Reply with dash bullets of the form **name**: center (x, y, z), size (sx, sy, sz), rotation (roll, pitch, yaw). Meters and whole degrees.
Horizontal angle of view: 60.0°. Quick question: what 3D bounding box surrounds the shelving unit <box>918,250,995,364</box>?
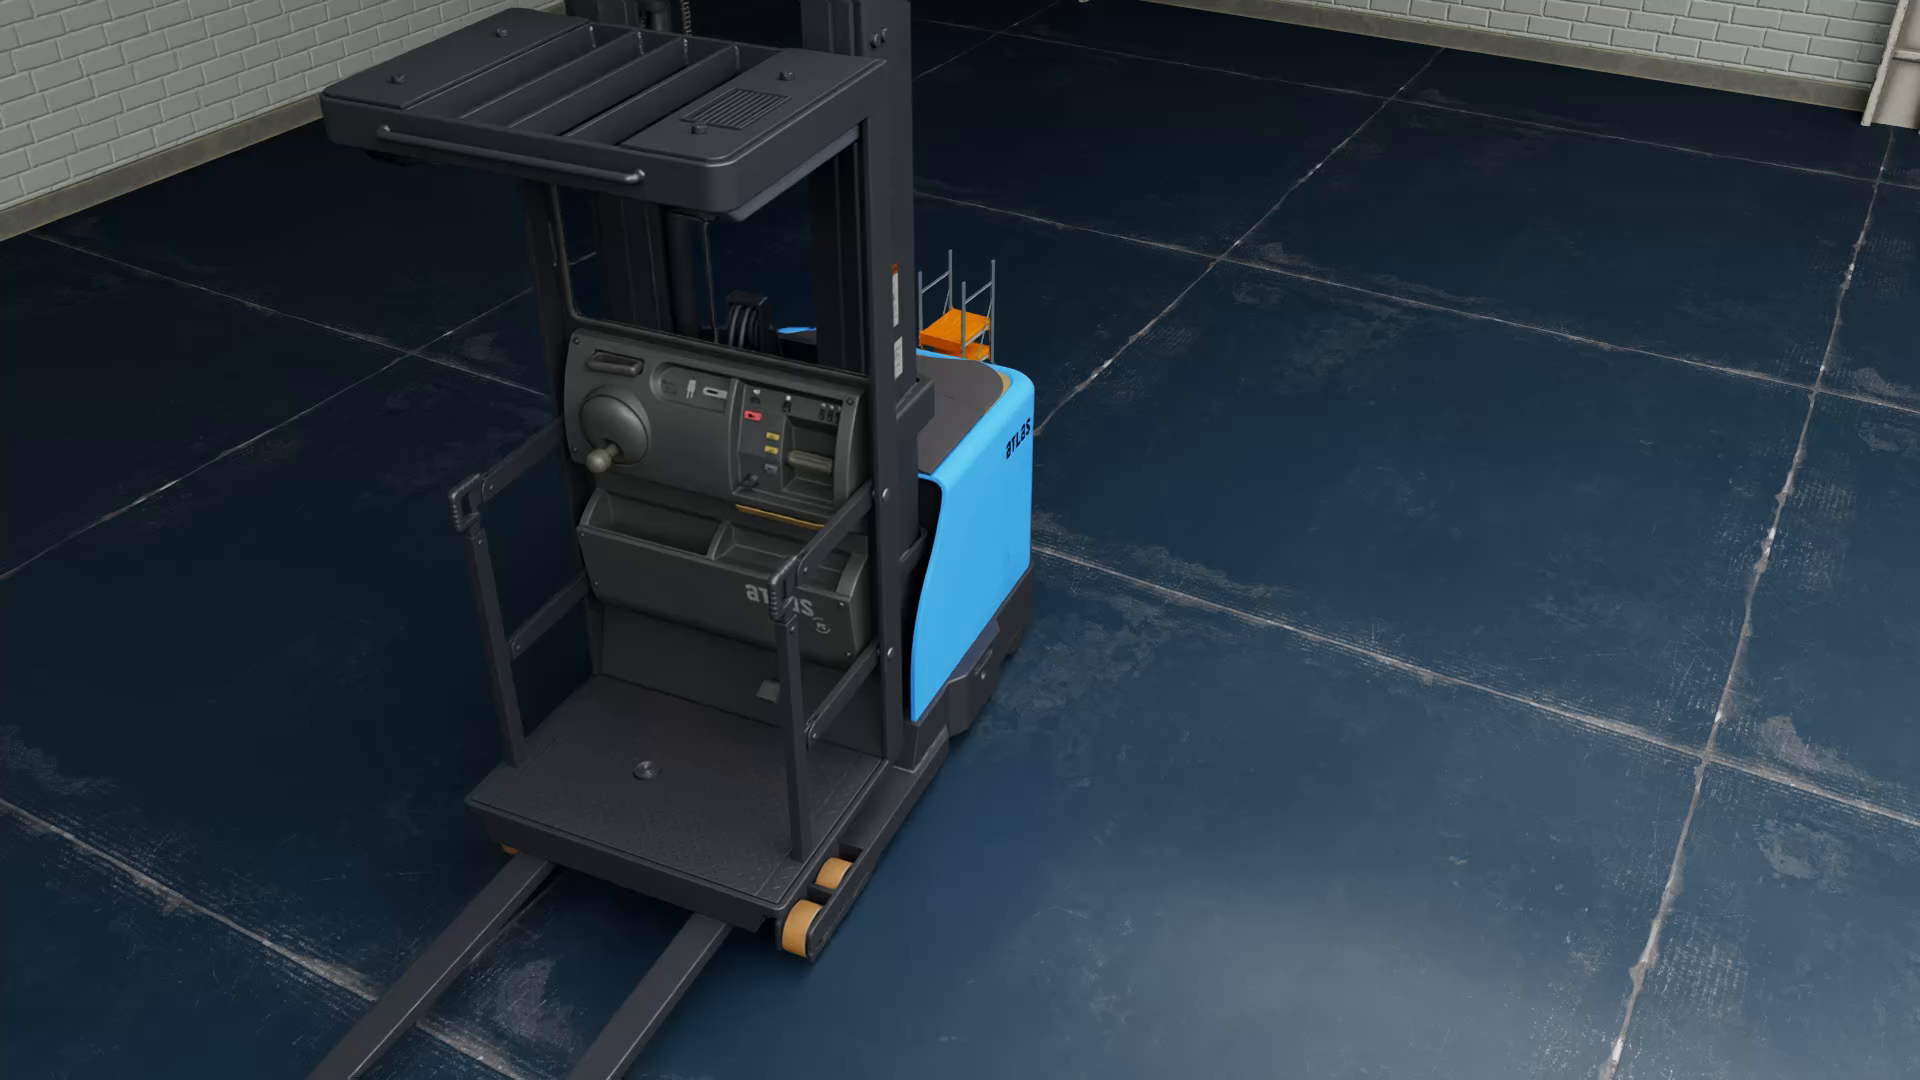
- **shelving unit**: center (-0.013, -0.503, 6.423), size (0.189, 1.200, 0.258), rotation (18, 37, 24)

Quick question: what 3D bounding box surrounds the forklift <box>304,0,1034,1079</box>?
- **forklift**: center (-0.793, -0.265, 4.503), size (1.130, 2.935, 3.031), rotation (14, 36, 20)

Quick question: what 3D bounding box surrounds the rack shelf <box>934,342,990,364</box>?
- **rack shelf**: center (-0.013, -0.666, 6.315), size (0.180, 0.103, 0.258), rotation (18, 37, 24)

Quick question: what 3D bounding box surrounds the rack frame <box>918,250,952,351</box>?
- **rack frame**: center (-0.092, -0.529, 6.461), size (0.006, 1.200, 0.240), rotation (18, 37, 24)

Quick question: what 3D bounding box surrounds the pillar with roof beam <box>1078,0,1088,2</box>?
- **pillar with roof beam**: center (-1.250, -6.042, 7.704), size (0.400, 9.000, 9.100), rotation (18, 37, 24)

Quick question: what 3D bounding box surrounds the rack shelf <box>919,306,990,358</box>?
- **rack shelf**: center (-0.013, -0.766, 6.249), size (0.180, 0.103, 0.258), rotation (18, 37, 24)

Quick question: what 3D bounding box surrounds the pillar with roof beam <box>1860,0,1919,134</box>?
- **pillar with roof beam**: center (3.959, -4.392, 5.226), size (0.400, 9.000, 9.100), rotation (18, 37, 24)

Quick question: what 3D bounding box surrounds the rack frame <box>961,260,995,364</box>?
- **rack frame**: center (0.067, -0.478, 6.386), size (0.006, 1.200, 0.240), rotation (18, 37, 24)
